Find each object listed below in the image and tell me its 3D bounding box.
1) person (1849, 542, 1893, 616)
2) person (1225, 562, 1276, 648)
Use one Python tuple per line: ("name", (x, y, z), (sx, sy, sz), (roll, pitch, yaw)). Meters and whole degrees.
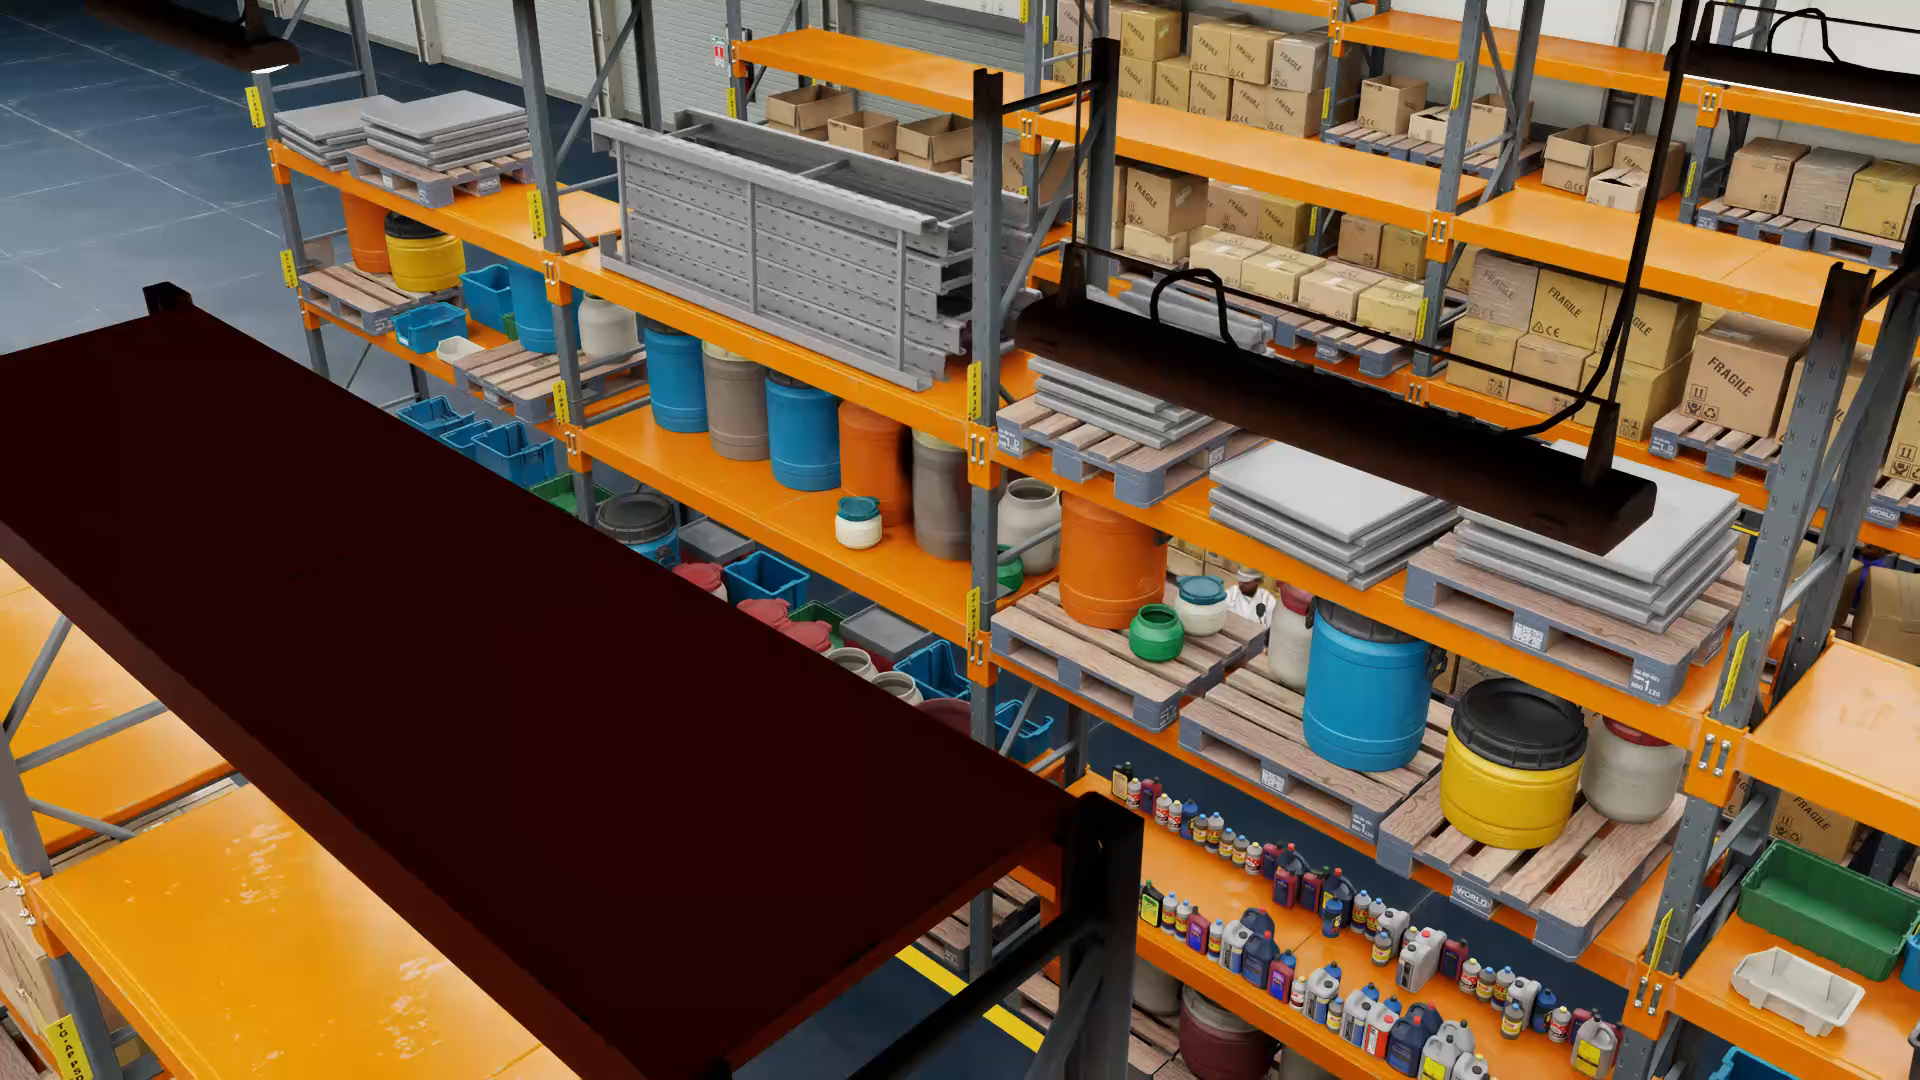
("person", (7.249, 0.645, 13.457), (0.407, 1.605, 0.928), (-23, 37, -35))
("person", (2.173, 0.900, 12.882), (0.485, 1.668, 0.461), (2, 29, 3))
